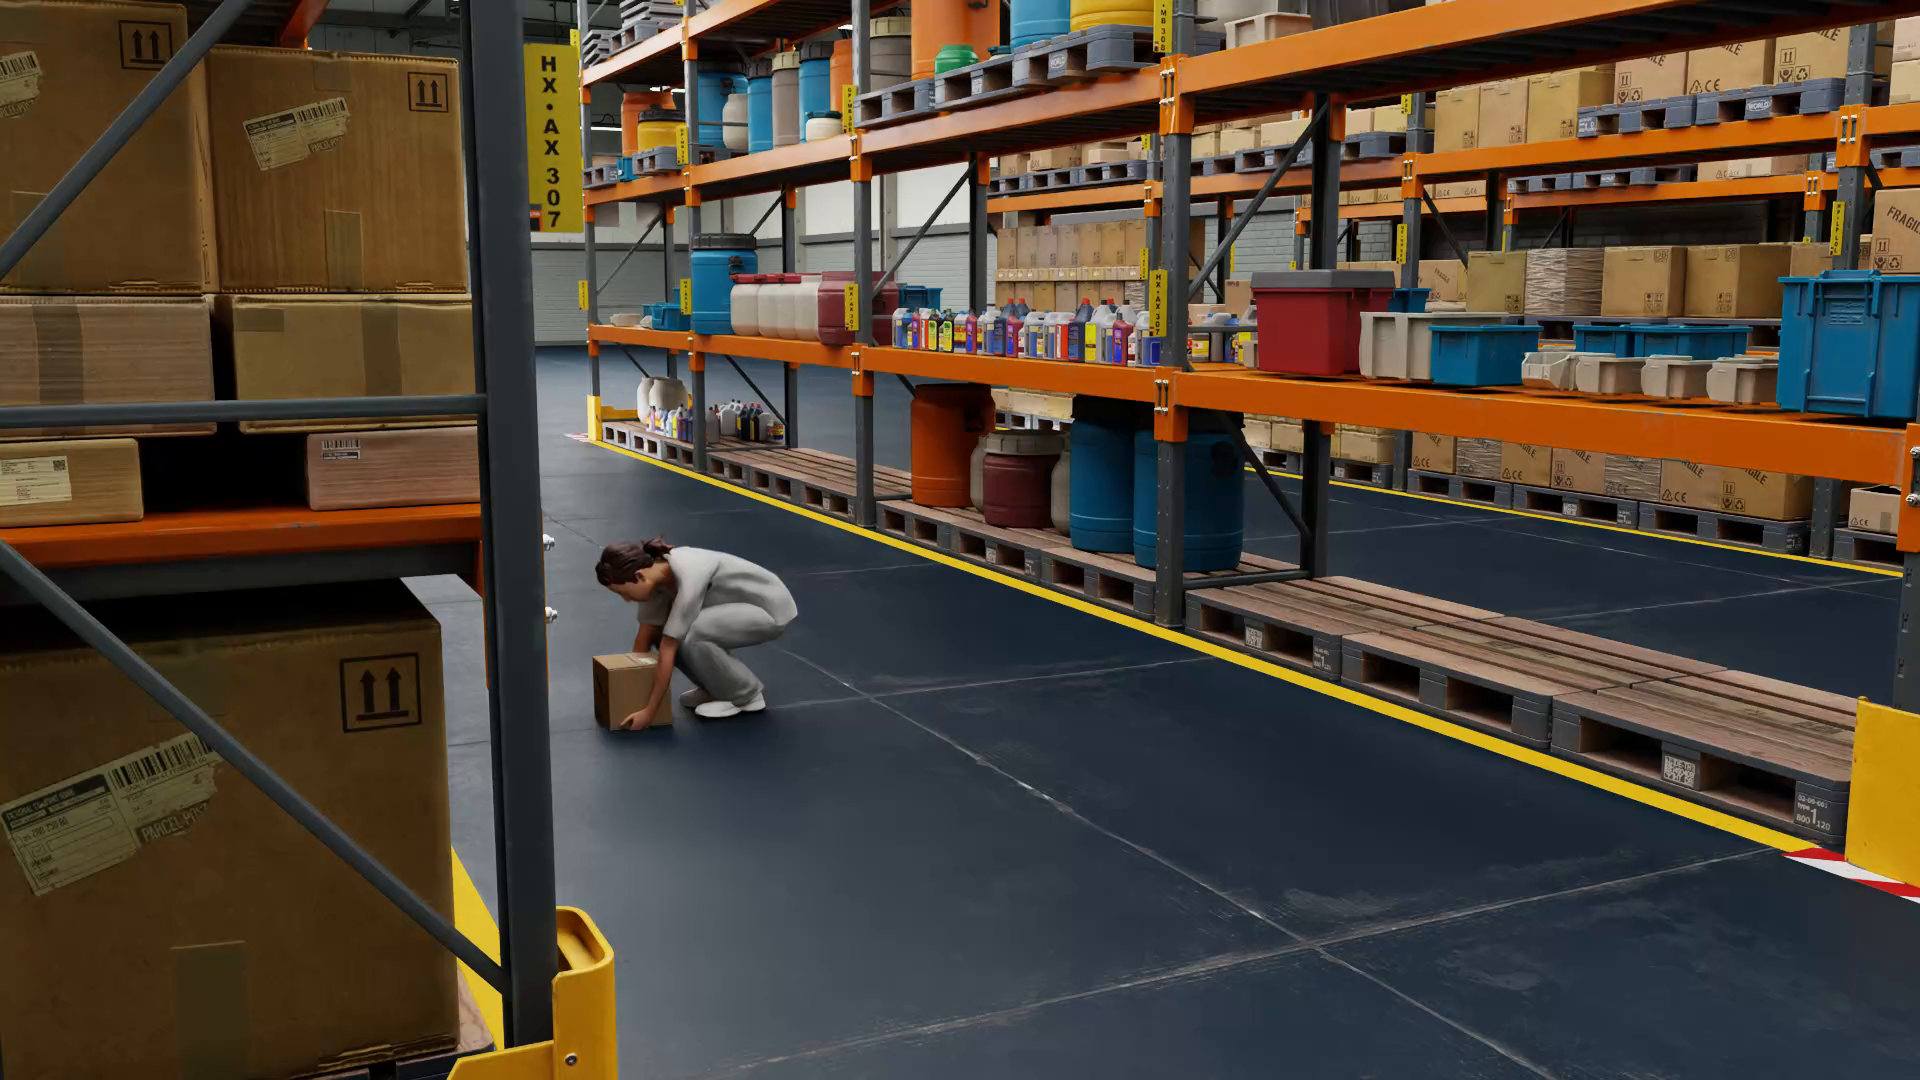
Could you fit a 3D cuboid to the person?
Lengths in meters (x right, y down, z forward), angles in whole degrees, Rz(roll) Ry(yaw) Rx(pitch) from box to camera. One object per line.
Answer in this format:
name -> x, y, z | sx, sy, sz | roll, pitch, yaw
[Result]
person -> -1.064, 0.368, 6.736 | 0.828, 0.828, 0.460 | -4, 10, -27
